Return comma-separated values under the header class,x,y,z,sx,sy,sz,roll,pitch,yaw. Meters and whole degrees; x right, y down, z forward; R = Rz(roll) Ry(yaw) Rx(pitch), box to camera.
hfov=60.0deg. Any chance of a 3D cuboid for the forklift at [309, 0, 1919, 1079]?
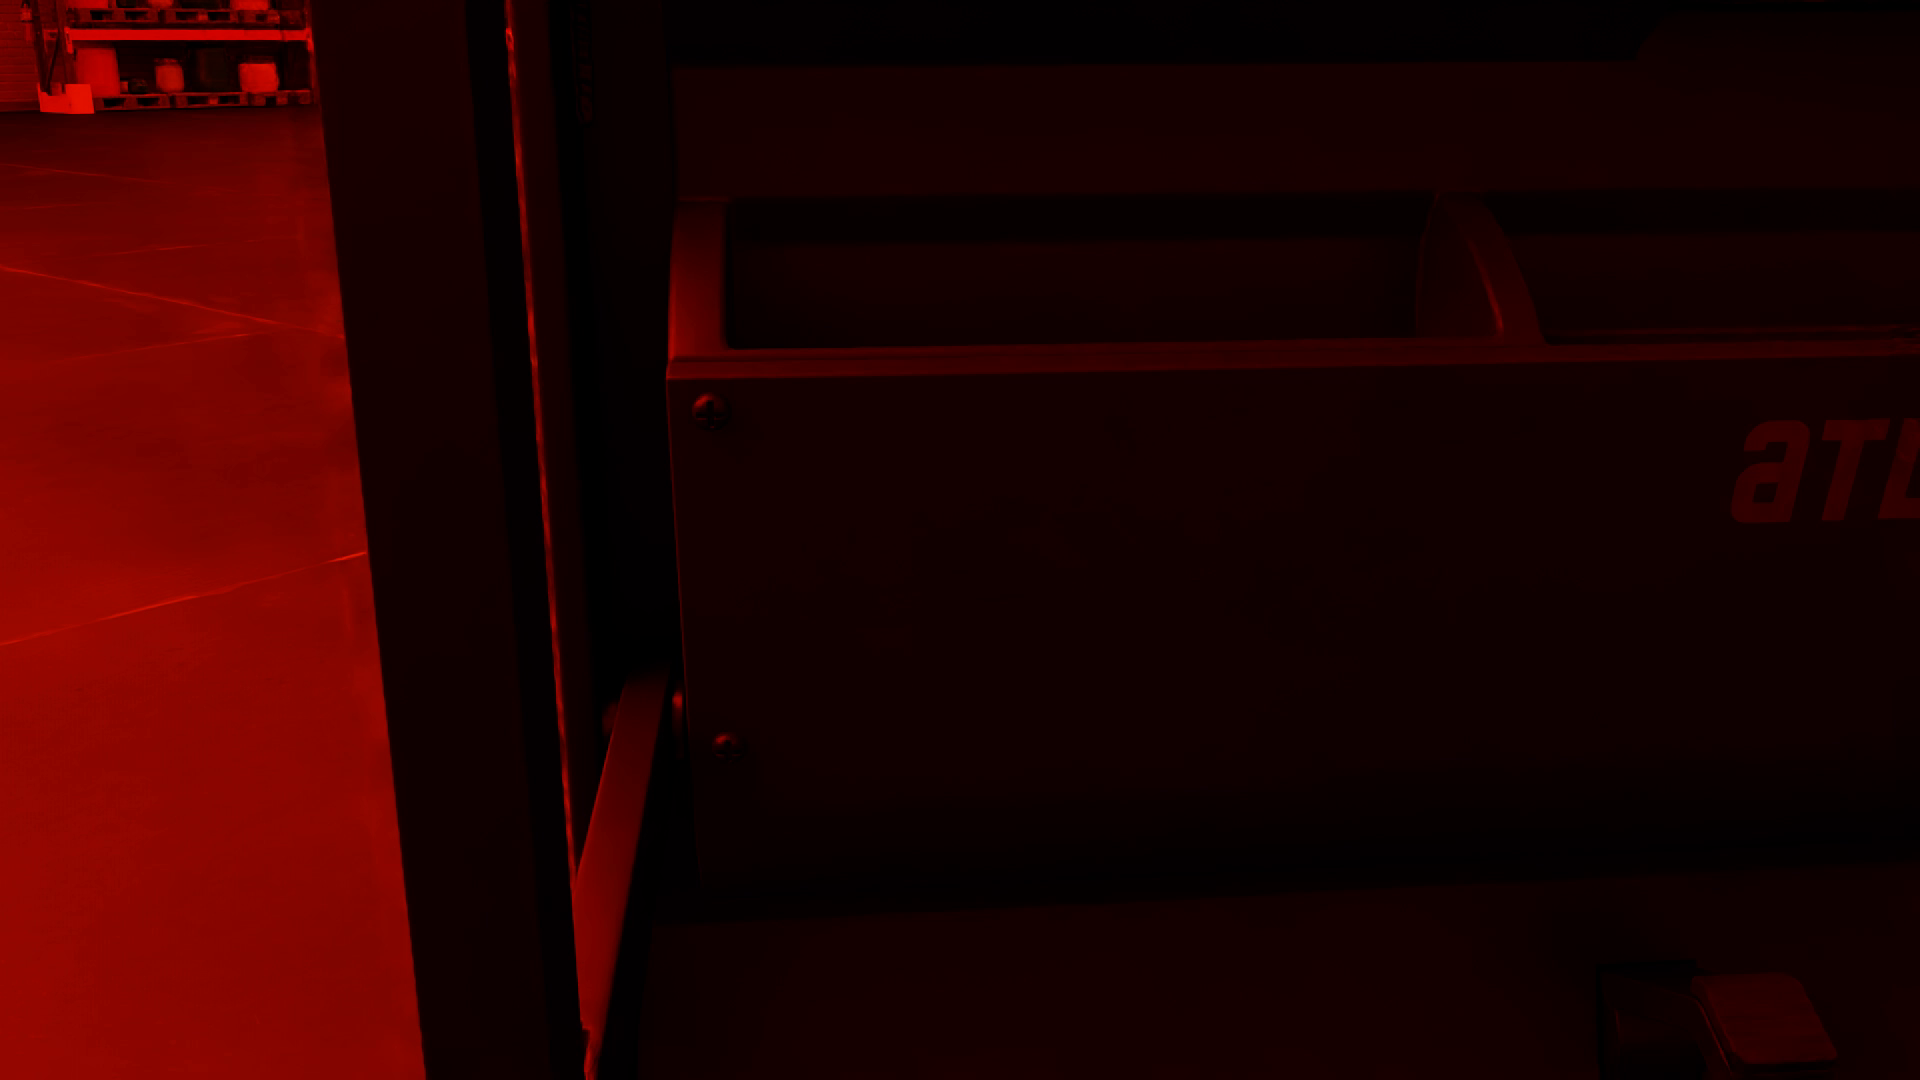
class,x,y,z,sx,sy,sz,roll,pitch,yaw
forklift,0.330,-0.522,0.616,1.130,2.935,3.031,-2,17,-6
